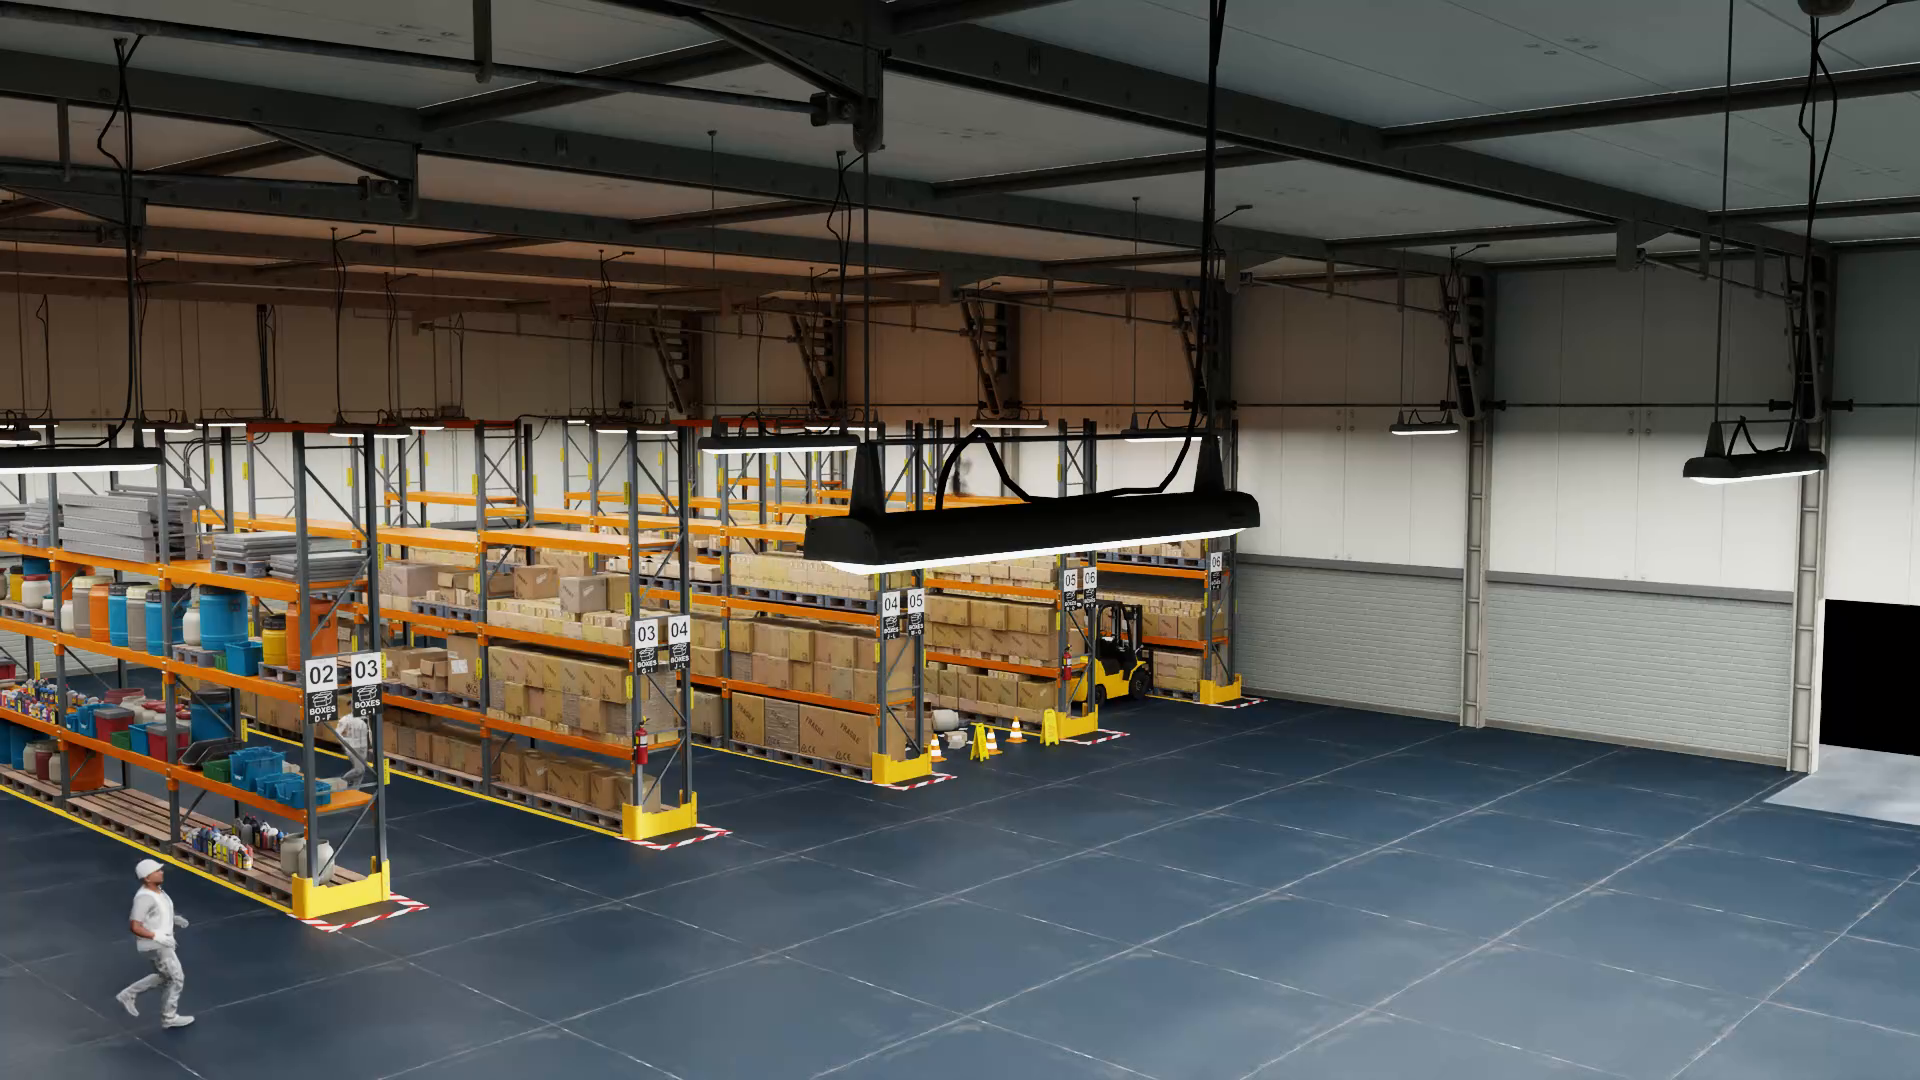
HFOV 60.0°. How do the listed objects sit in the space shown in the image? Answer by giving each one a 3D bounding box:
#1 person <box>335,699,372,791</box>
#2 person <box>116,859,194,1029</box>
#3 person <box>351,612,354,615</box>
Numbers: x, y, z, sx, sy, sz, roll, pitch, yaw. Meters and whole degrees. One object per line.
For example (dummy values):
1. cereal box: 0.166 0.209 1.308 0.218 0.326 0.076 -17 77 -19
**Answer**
1. person: -9.642 3.332 26.633 0.569 1.669 0.605 4 6 38
2. person: -8.174 4.087 16.819 0.730 1.739 0.689 -1 5 -18
3. person: -14.251 2.301 39.324 0.853 1.621 0.751 -4 6 -40
